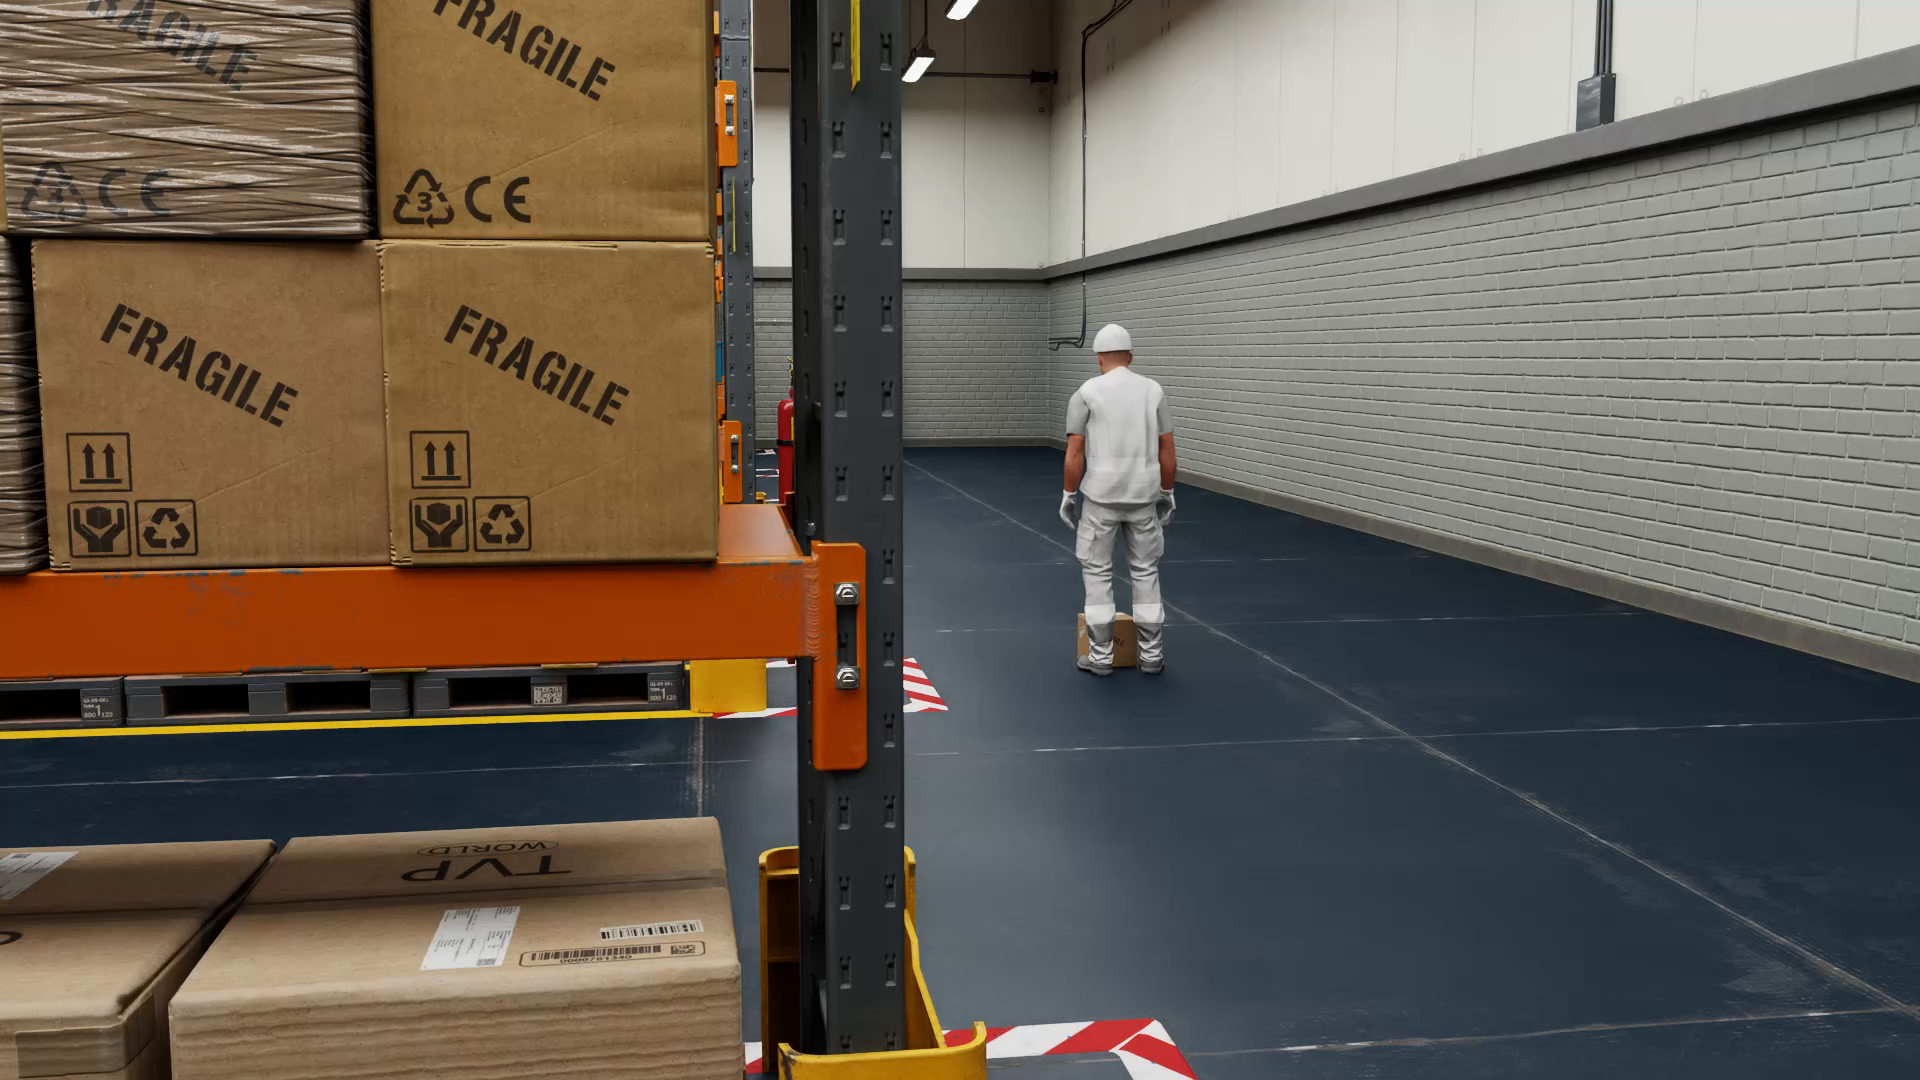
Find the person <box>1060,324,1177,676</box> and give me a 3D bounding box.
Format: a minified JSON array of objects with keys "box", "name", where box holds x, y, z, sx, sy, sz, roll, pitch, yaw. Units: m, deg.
[{"box":[0.810,-0.207,8.488,0.609,1.779,0.454,-1,6,-9],"name":"person"}]
